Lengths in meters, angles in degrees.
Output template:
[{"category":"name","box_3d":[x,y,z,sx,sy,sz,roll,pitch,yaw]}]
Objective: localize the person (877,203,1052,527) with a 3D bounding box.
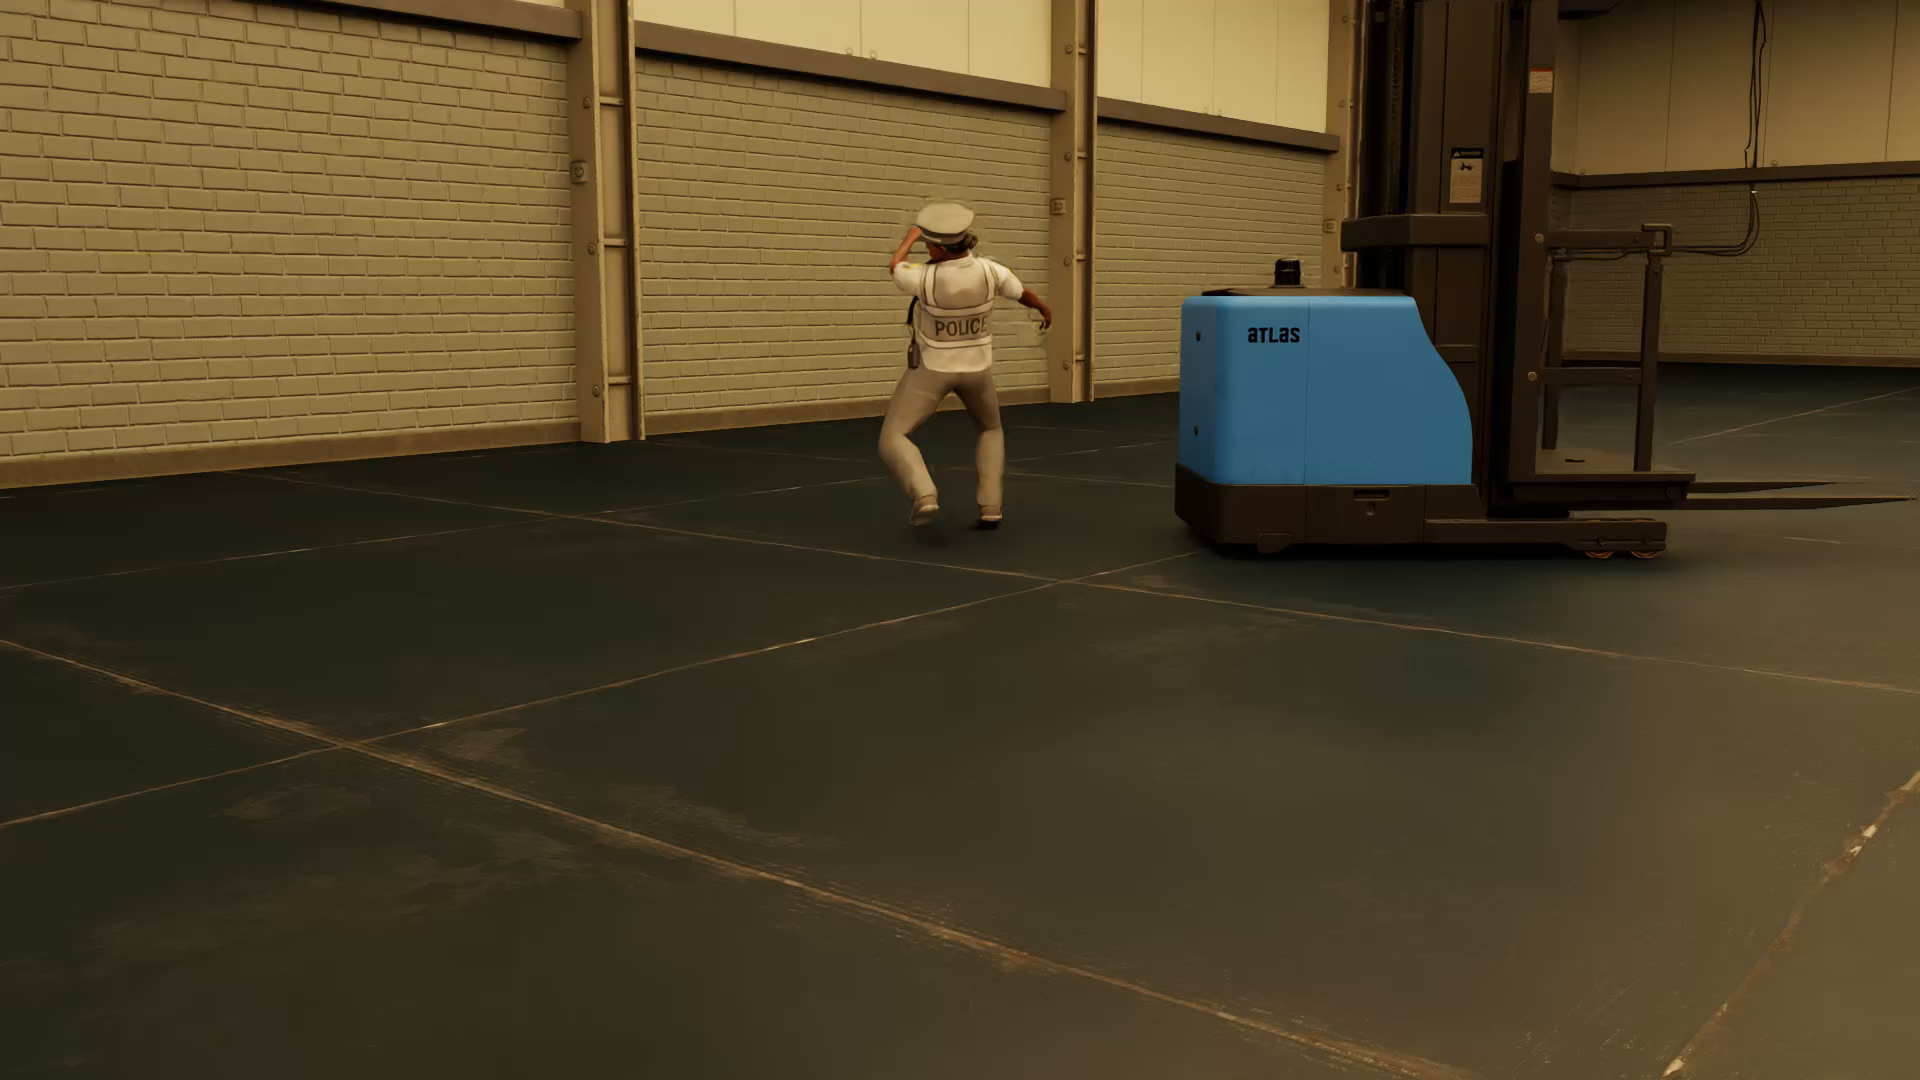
[{"category":"person","box_3d":[0.060,-0.802,7.731,0.962,1.472,0.760,-5,10,-30]}]

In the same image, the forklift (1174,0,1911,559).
[{"category":"forklift","box_3d":[2.529,-1.447,7.174,3.031,2.935,1.130,0,8,-2]}]
